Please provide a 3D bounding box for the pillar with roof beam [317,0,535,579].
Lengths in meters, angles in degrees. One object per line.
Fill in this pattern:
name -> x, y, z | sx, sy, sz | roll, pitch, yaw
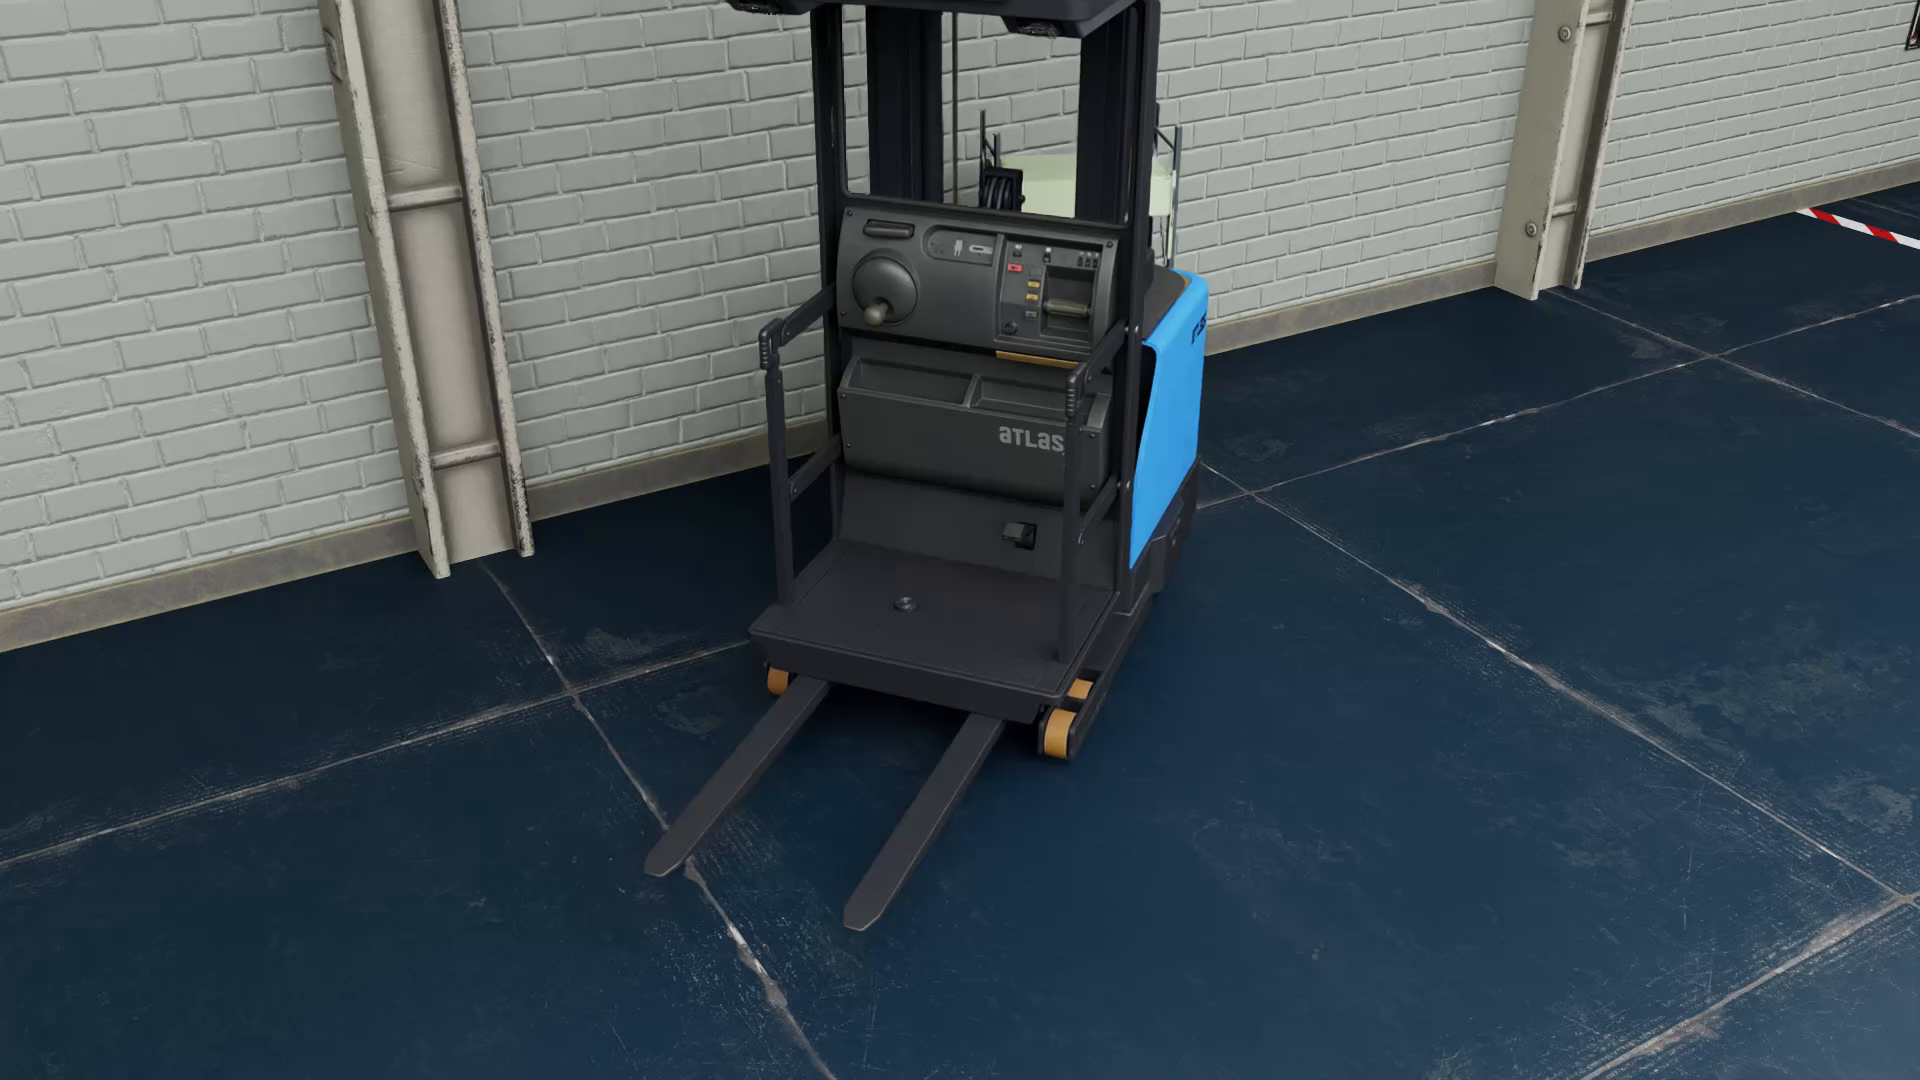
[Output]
pillar with roof beam -> 0.236, -2.106, 1.253 | 0.400, 9.000, 9.100 | -16, 33, -26

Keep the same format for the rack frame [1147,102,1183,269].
rack frame -> 0.848, -1.083, 7.161 | 0.023, 1.500, 0.400 | -4, 29, -7

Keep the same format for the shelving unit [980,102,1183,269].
shelving unit -> 0.486, -1.058, 7.115 | 0.755, 1.500, 0.431 | -4, 29, -7

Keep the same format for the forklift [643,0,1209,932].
forklift -> -0.030, -0.791, 5.151 | 1.130, 2.935, 3.031 | 10, 31, 18

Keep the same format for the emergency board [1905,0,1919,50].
emergency board -> 6.234, -3.627, 10.218 | 0.626, 1.169, 0.157 | -16, 33, -26

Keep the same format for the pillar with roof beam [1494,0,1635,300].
pillar with roof beam -> 5.409, -3.575, 3.915 | 0.400, 9.000, 9.100 | -16, 33, -26

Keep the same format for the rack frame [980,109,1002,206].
rack frame -> 0.124, -1.032, 7.068 | 0.023, 1.500, 0.400 | -4, 29, -7

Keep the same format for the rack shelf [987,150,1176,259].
rack shelf -> 0.486, -1.399, 6.926 | 0.720, 0.370, 0.431 | -4, 29, -7
